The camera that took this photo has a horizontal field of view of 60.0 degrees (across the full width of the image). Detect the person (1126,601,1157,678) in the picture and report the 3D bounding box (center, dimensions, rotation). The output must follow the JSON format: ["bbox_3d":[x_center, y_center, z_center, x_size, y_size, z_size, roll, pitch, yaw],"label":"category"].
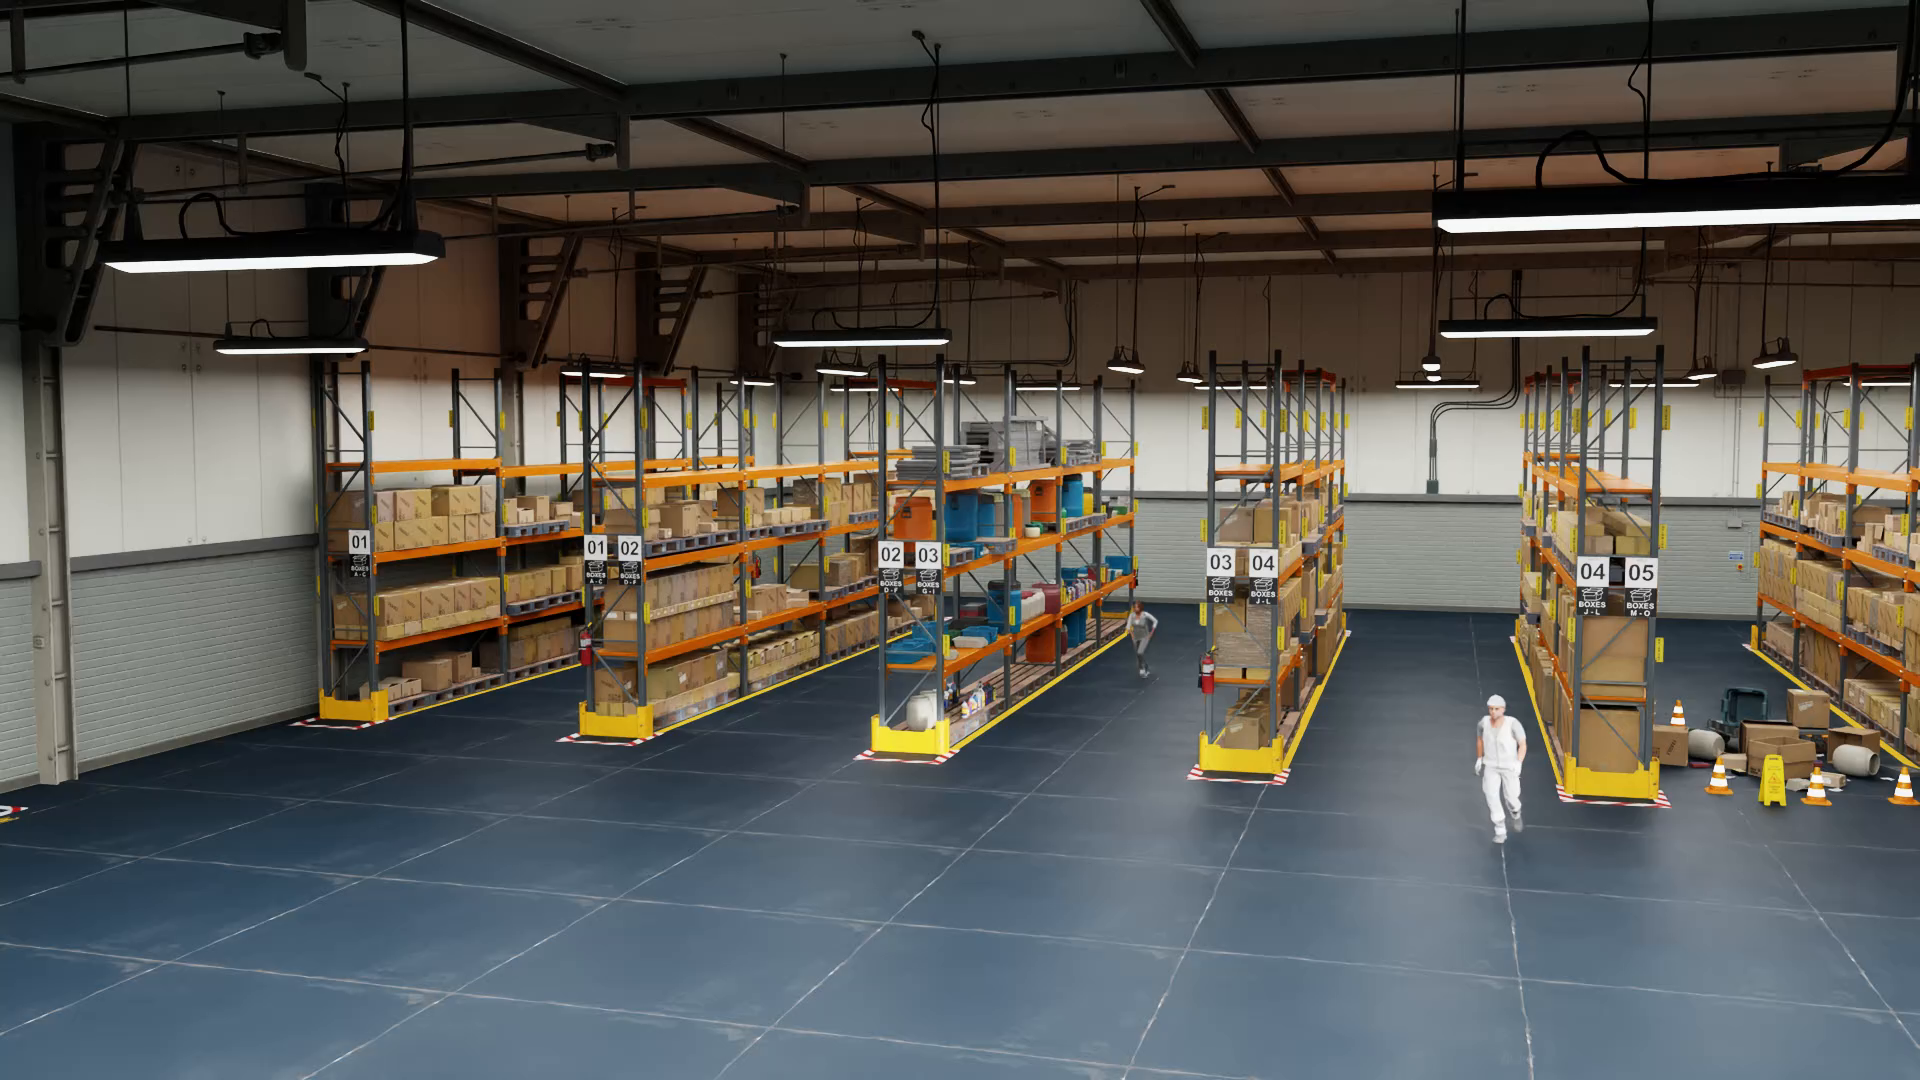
[{"bbox_3d":[3.527,1.926,32.209,0.567,1.516,0.796,2,5,27],"label":"person"}]

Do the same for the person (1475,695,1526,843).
[{"bbox_3d":[6.496,2.705,19.942,0.604,1.757,0.738,2,5,30],"label":"person"}]
